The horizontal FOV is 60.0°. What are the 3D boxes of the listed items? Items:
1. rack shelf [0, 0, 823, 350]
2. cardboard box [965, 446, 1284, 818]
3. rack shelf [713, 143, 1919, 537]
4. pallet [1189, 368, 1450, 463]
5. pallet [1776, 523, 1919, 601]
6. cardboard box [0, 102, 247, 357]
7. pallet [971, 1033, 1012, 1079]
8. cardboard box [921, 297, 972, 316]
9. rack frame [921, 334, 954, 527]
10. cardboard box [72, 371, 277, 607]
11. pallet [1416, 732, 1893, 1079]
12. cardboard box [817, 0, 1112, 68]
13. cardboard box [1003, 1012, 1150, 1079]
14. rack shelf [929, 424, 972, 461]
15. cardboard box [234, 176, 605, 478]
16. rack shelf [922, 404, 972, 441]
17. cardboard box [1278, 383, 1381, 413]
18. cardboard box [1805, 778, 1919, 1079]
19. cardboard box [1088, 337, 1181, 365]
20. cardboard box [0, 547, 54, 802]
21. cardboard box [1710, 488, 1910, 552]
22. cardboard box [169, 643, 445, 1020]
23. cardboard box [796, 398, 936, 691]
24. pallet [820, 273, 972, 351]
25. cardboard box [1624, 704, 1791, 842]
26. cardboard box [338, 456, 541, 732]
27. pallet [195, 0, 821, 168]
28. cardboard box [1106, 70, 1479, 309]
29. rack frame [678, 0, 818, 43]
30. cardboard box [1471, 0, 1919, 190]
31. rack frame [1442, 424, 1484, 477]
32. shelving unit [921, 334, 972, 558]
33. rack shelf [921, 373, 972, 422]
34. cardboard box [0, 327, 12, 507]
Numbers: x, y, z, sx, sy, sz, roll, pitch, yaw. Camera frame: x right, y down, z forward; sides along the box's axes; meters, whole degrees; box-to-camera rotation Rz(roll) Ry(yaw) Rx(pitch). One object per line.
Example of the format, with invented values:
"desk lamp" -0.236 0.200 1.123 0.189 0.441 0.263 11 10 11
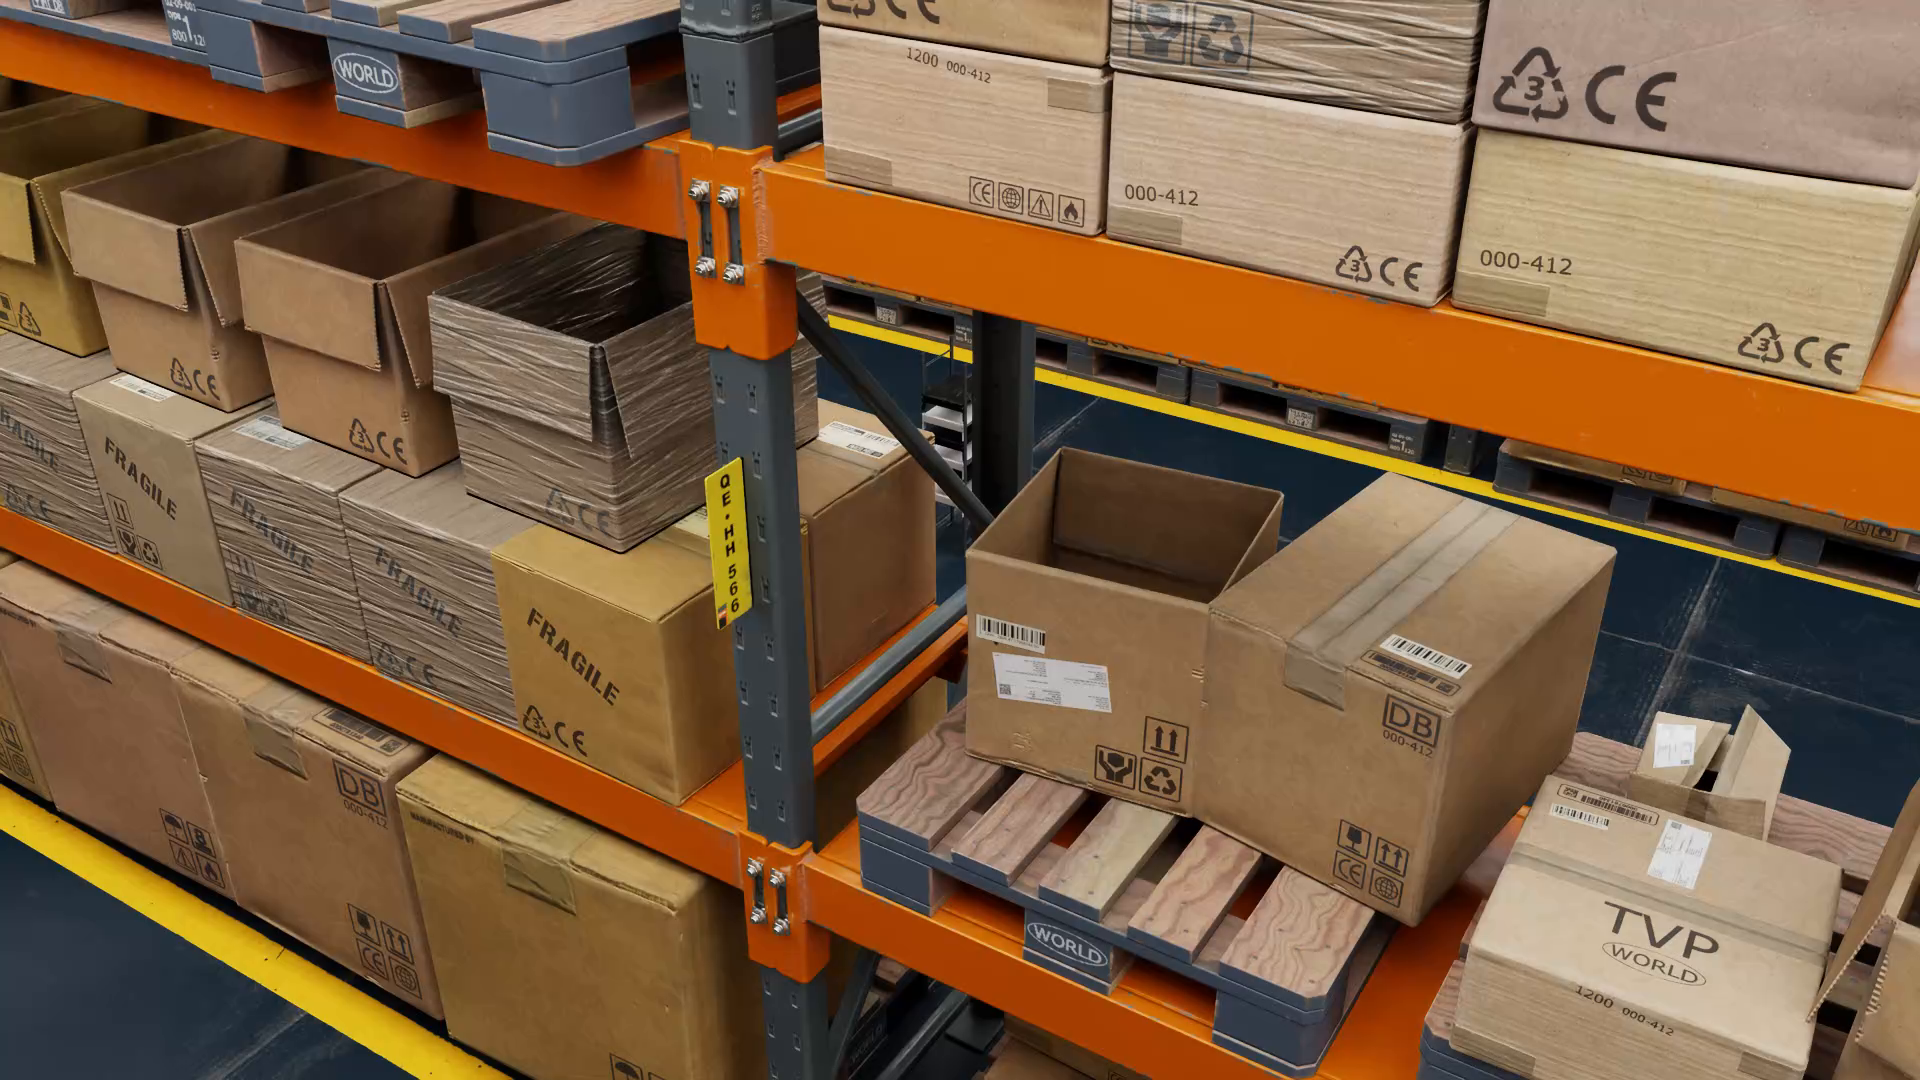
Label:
"rack shelf" -1.833 -1.249 4.151 4.000 0.370 1.077 18 35 27
"cardboard box" 0.340 0.175 3.458 0.500 0.500 0.500 13 33 21
"rack shelf" 1.555 -0.177 2.314 4.000 0.370 1.077 18 35 27
"pallet" 1.923 -0.824 8.452 1.213 0.211 1.003 18 35 27
"pallet" 4.241 -0.043 7.114 1.213 0.211 1.003 18 35 27
"cardboard box" -2.406 -0.920 4.755 0.637 0.503 0.797 18 35 28
"pallet" 0.522 1.686 4.150 1.213 0.211 1.003 18 35 27
"cardboard box" 0.130 -1.539 8.975 0.500 0.500 0.500 19 35 29
"rack frame" -0.093 -0.418 7.074 0.006 0.900 0.240 18 35 27
"cardboard box" -1.980 -0.208 4.531 0.500 0.500 0.500 18 35 28
"pallet" 1.560 0.868 2.977 1.213 0.211 1.003 18 35 27
"cardboard box" 0.123 -1.047 2.496 0.500 0.500 0.500 18 35 28
"cardboard box" 0.445 1.004 3.852 0.500 0.250 0.500 19 35 29
"rack shelf" -0.007 -0.440 6.998 0.200 0.077 0.258 18 35 27
"cardboard box" -1.300 -0.583 4.178 0.637 0.503 0.797 18 35 28
"rack shelf" -0.007 -0.518 6.953 0.200 0.077 0.258 18 35 27
"cardboard box" 1.887 -0.984 8.025 0.500 0.500 0.500 17 34 27
"cardboard box" 1.732 0.692 2.567 0.637 0.503 0.797 22 37 32
"cardboard box" 0.993 -1.260 8.497 0.500 0.500 0.500 16 34 25
"cardboard box" -2.974 0.100 5.794 0.875 0.875 1.225 18 35 27
"cardboard box" 3.794 -0.593 7.106 0.750 0.750 1.050 18 35 28
"cardboard box" -1.463 0.572 4.984 0.875 0.875 1.225 18 35 27
"cardboard box" -0.406 -0.018 4.204 0.500 0.500 0.500 19 35 29
"pallet" -0.144 -1.477 9.573 1.213 0.211 1.003 18 35 27
"cardboard box" 1.417 0.480 3.167 0.258 0.266 0.396 17 34 26
"cardboard box" -1.108 0.066 4.061 0.500 0.500 0.500 17 34 27
"pallet" -0.712 -1.092 3.356 1.003 0.211 1.213 19 35 30
"cardboard box" 0.558 -0.587 2.451 0.500 0.250 0.500 18 35 29
"rack frame" -0.139 -2.319 2.296 0.127 3.000 1.000 18 35 27
"cardboard box" 0.980 -0.778 2.035 0.500 0.500 0.500 16 34 26
"rack frame" 2.584 -1.818 7.390 0.127 3.000 1.000 18 35 27
"shelving unit" -0.007 -0.391 7.027 0.210 0.900 0.258 18 35 27
"rack shelf" -0.007 -0.595 6.908 0.200 0.077 0.258 18 35 27
"cardboard box" -2.844 -0.479 4.995 0.500 0.500 0.500 18 35 27
